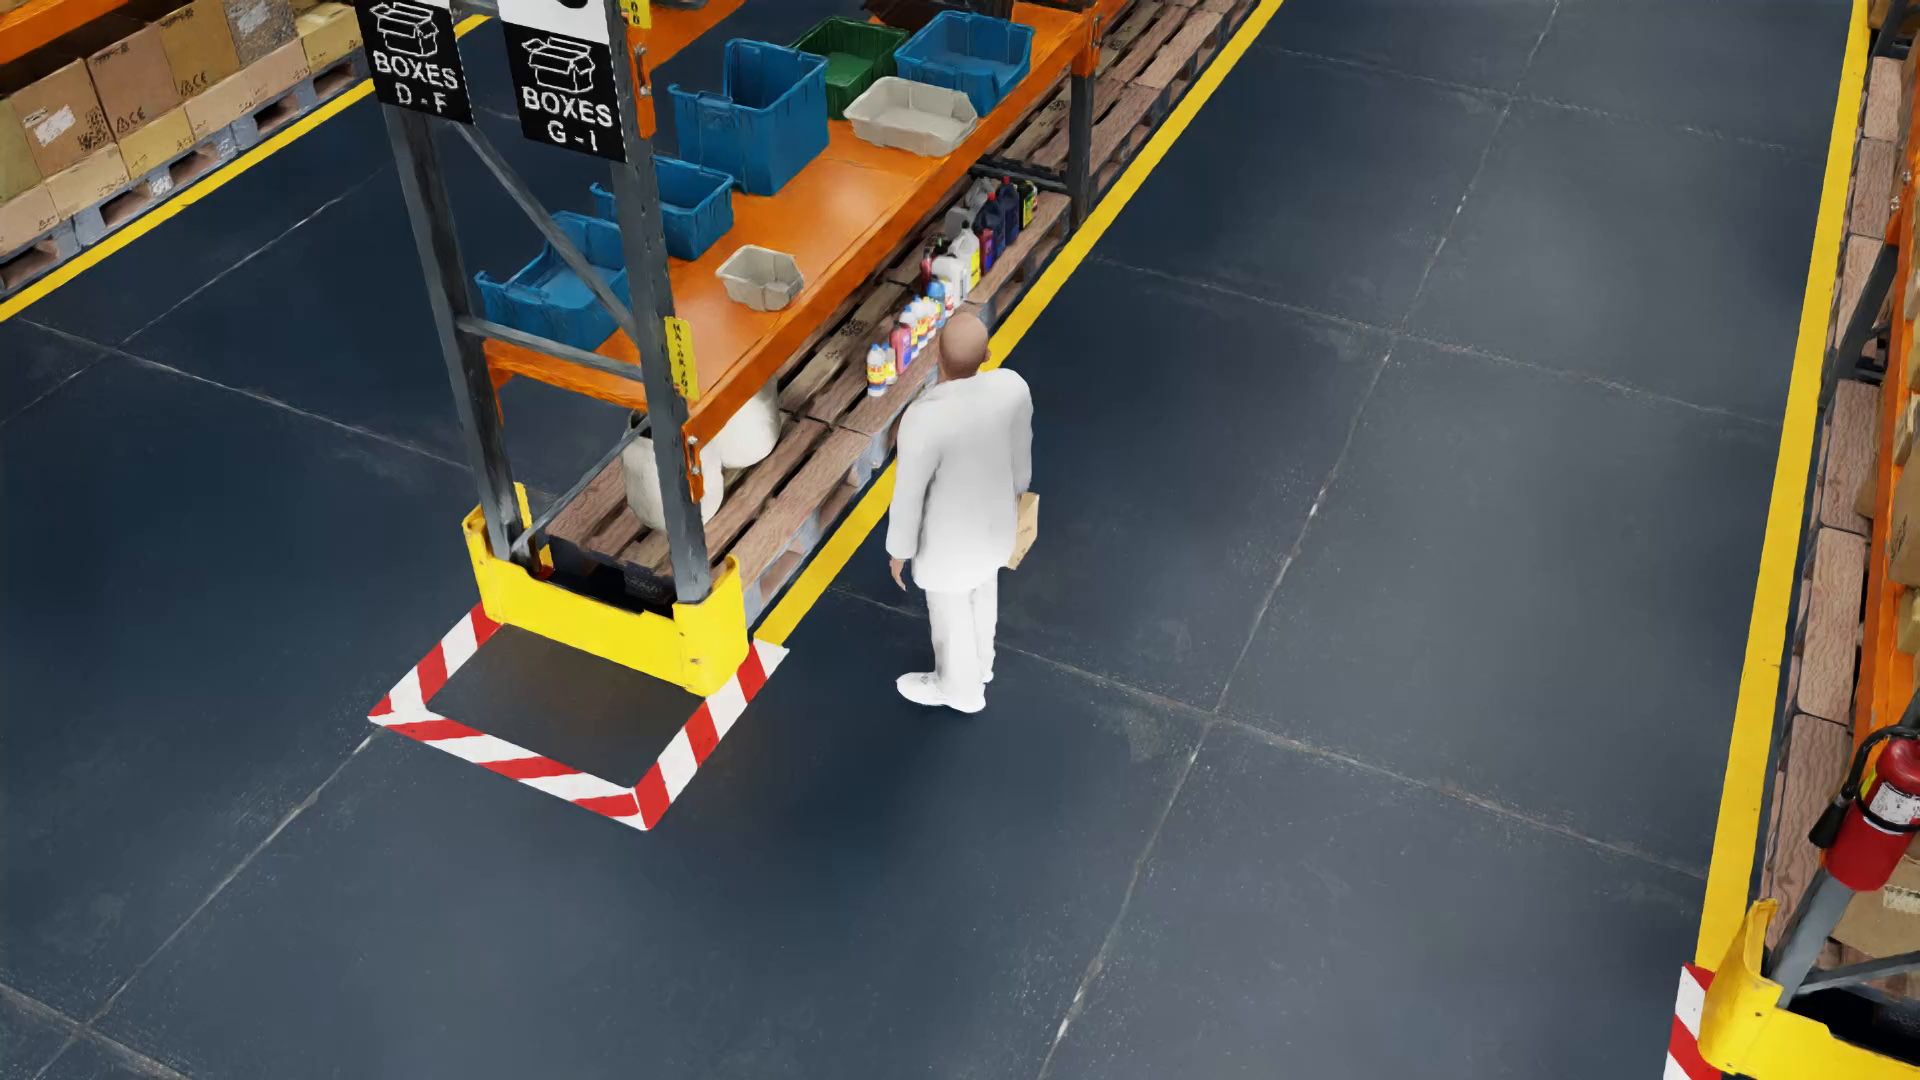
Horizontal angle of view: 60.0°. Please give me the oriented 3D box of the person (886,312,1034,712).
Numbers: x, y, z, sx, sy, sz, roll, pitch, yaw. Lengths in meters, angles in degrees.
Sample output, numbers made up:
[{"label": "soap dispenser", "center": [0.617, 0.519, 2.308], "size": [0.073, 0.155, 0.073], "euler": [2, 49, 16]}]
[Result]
[{"label": "person", "center": [-0.040, -0.109, 6.255], "size": [0.672, 1.783, 0.478], "euler": [-27, 48, -27]}]
